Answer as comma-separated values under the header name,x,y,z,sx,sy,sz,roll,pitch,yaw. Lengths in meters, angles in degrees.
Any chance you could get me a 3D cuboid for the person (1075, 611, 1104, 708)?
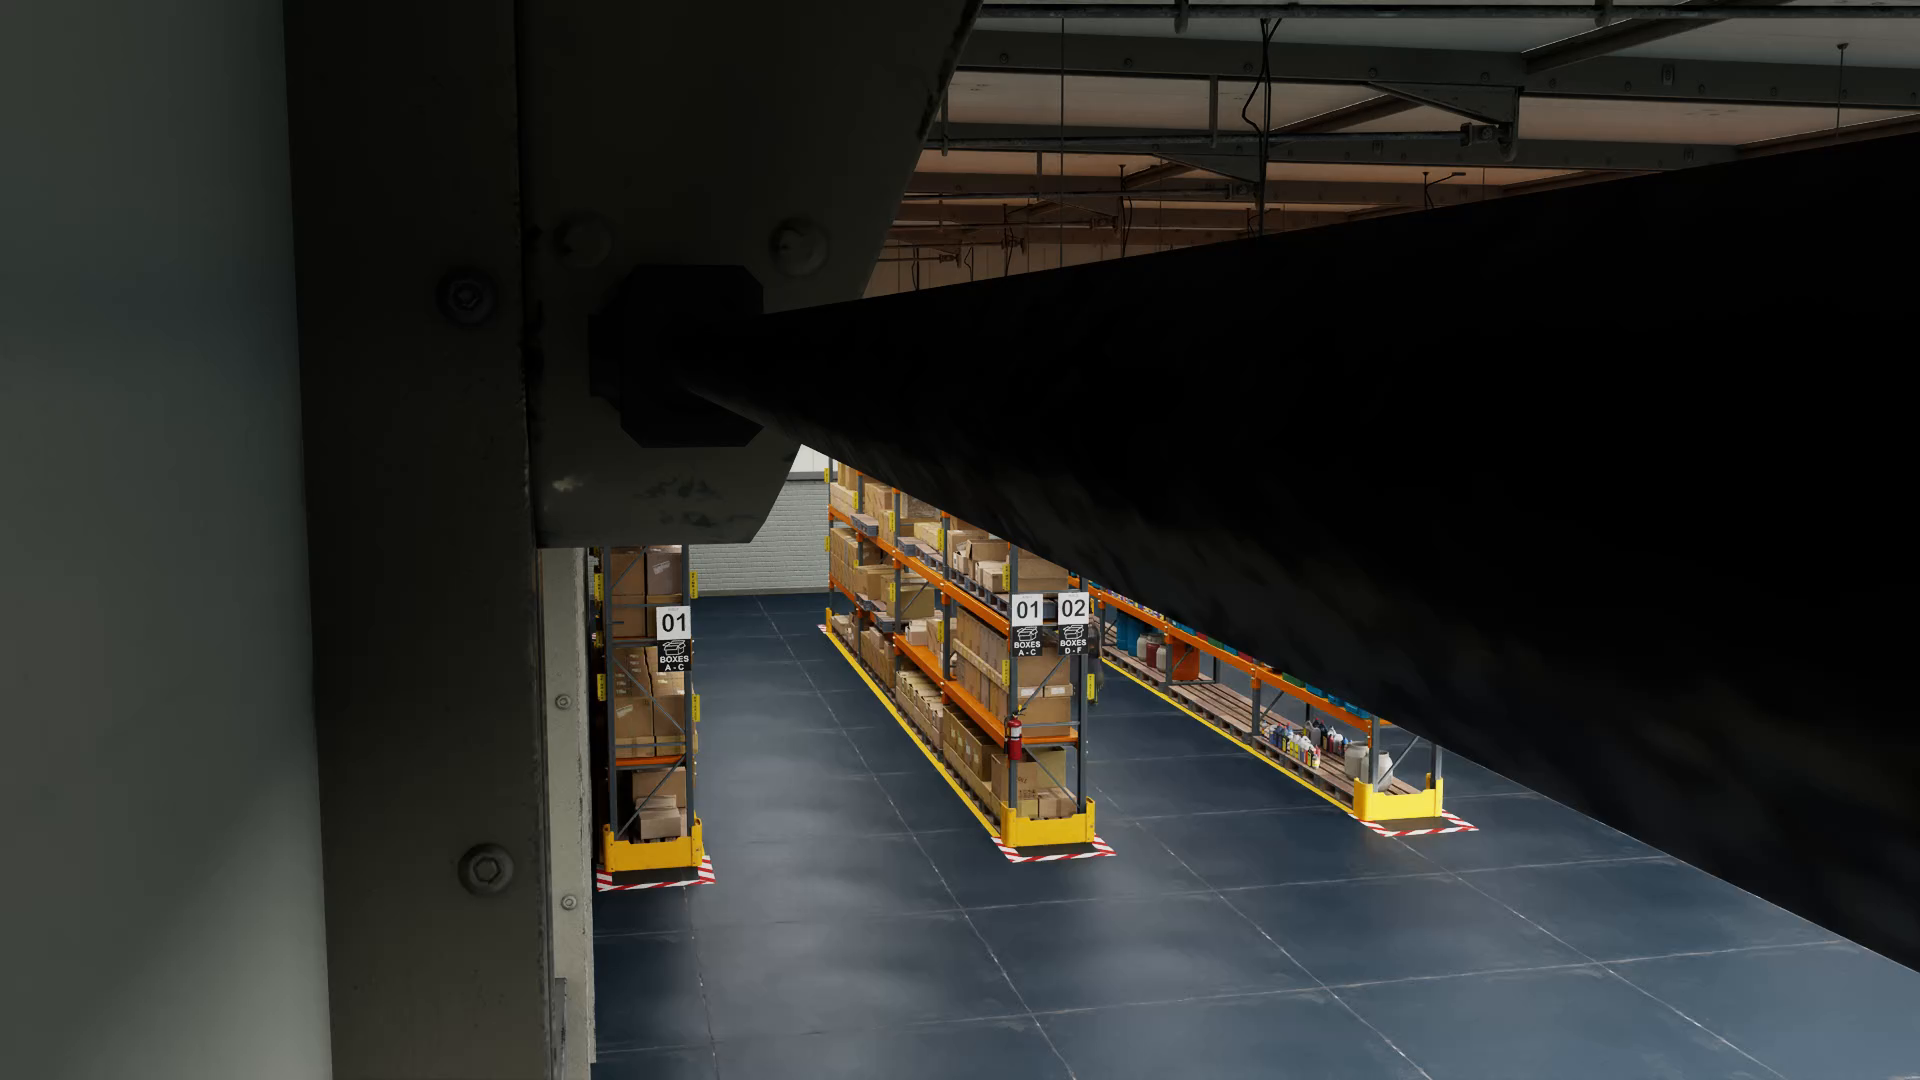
name,x,y,z,sx,sy,sz,roll,pitch,yaw
person,2.246,2.078,28.772,0.642,1.714,0.647,-3,7,-23
